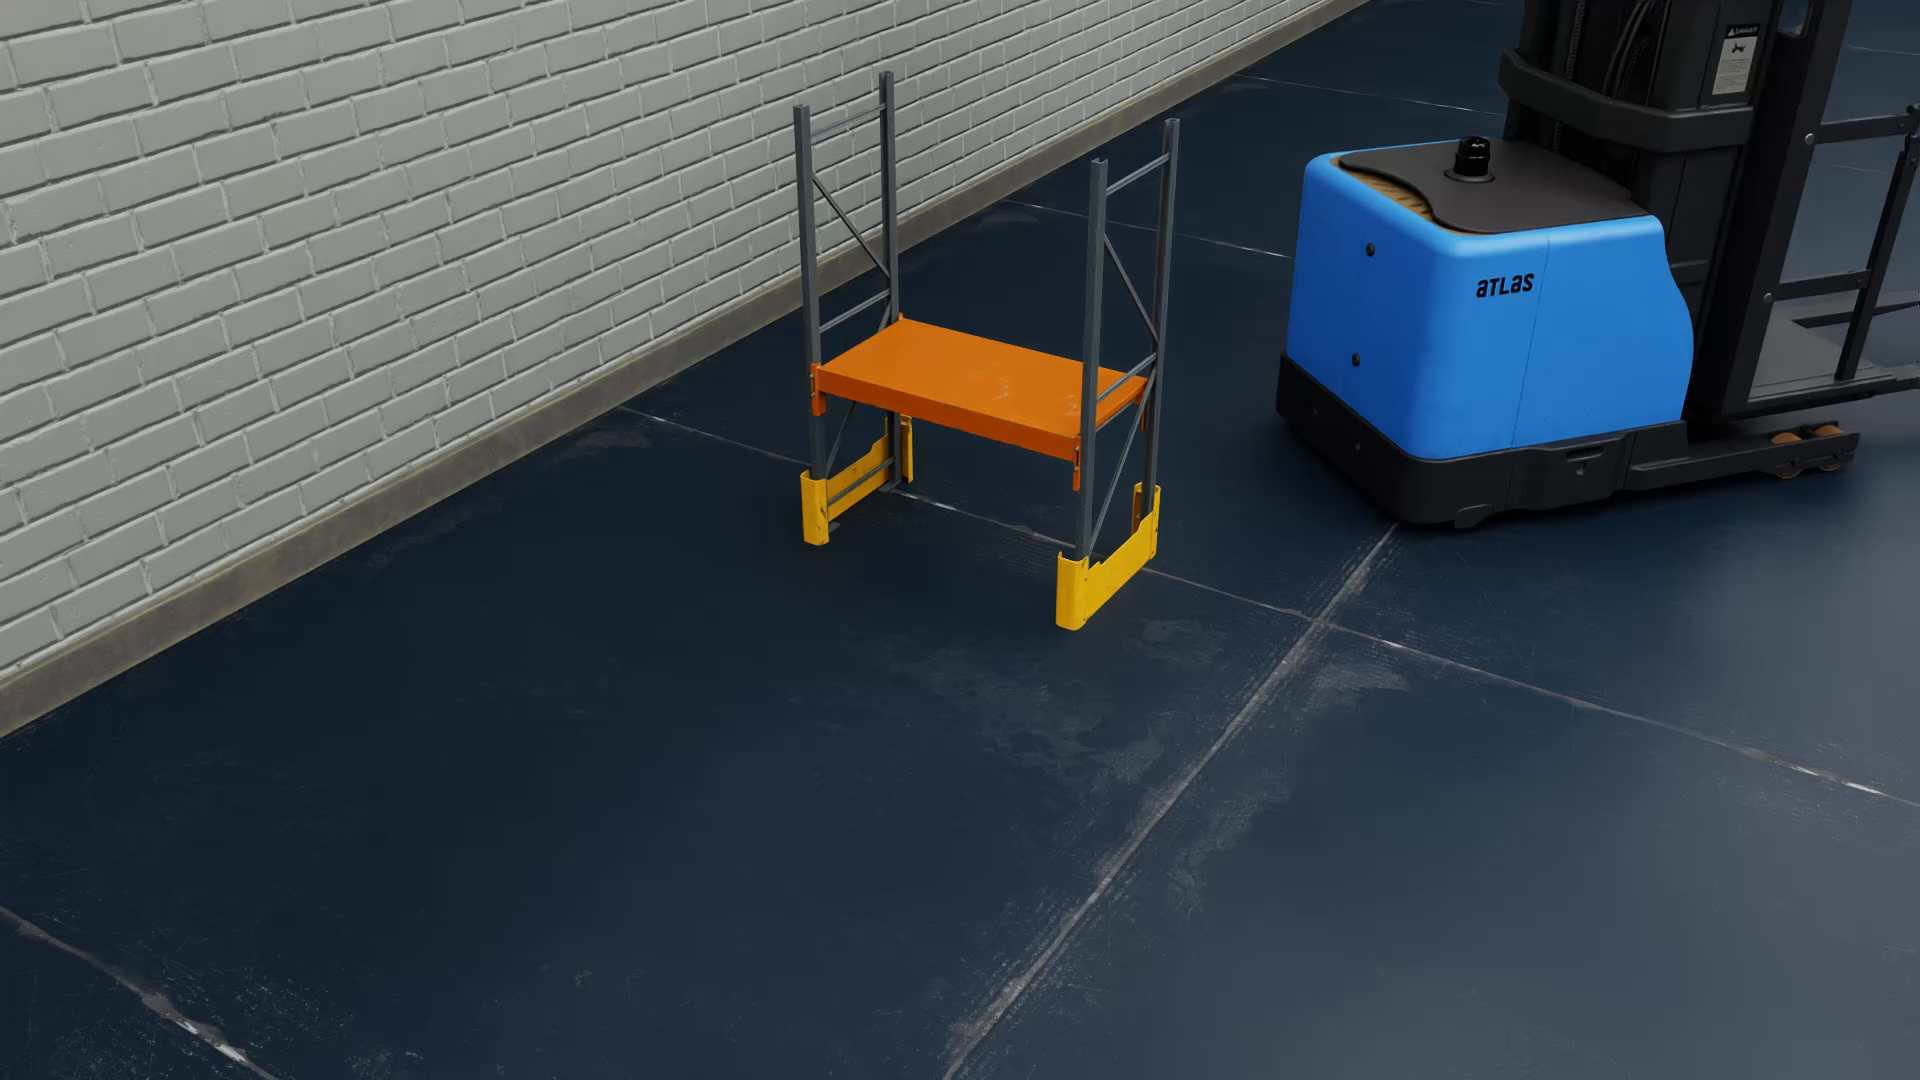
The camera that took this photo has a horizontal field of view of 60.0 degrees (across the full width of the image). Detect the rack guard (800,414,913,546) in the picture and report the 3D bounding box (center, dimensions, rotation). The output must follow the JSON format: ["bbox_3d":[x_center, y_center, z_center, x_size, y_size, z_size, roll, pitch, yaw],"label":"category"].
[{"bbox_3d":[-0.357,-0.221,5.881,0.087,0.250,0.587,18,35,27],"label":"rack guard"}]

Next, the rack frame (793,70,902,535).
[{"bbox_3d":[-0.358,-0.761,5.566,0.032,1.500,0.500,18,35,27],"label":"rack frame"}]

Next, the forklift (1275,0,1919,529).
[{"bbox_3d":[2.804,-1.734,5.814,3.031,2.935,1.130,-9,32,-16],"label":"forklift"}]

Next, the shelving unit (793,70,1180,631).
[{"bbox_3d":[0.065,-0.627,5.337,1.083,1.500,0.587,18,35,27],"label":"shelving unit"}]

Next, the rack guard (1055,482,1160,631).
[{"bbox_3d":[0.486,0.046,5.423,0.087,0.250,0.587,18,35,27],"label":"rack guard"}]

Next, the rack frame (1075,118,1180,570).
[{"bbox_3d":[0.503,-0.489,5.099,0.032,1.500,0.500,18,35,27],"label":"rack frame"}]

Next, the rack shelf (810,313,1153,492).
[{"bbox_3d":[0.072,-0.470,5.424,1.000,0.185,0.538,18,35,27],"label":"rack shelf"}]
